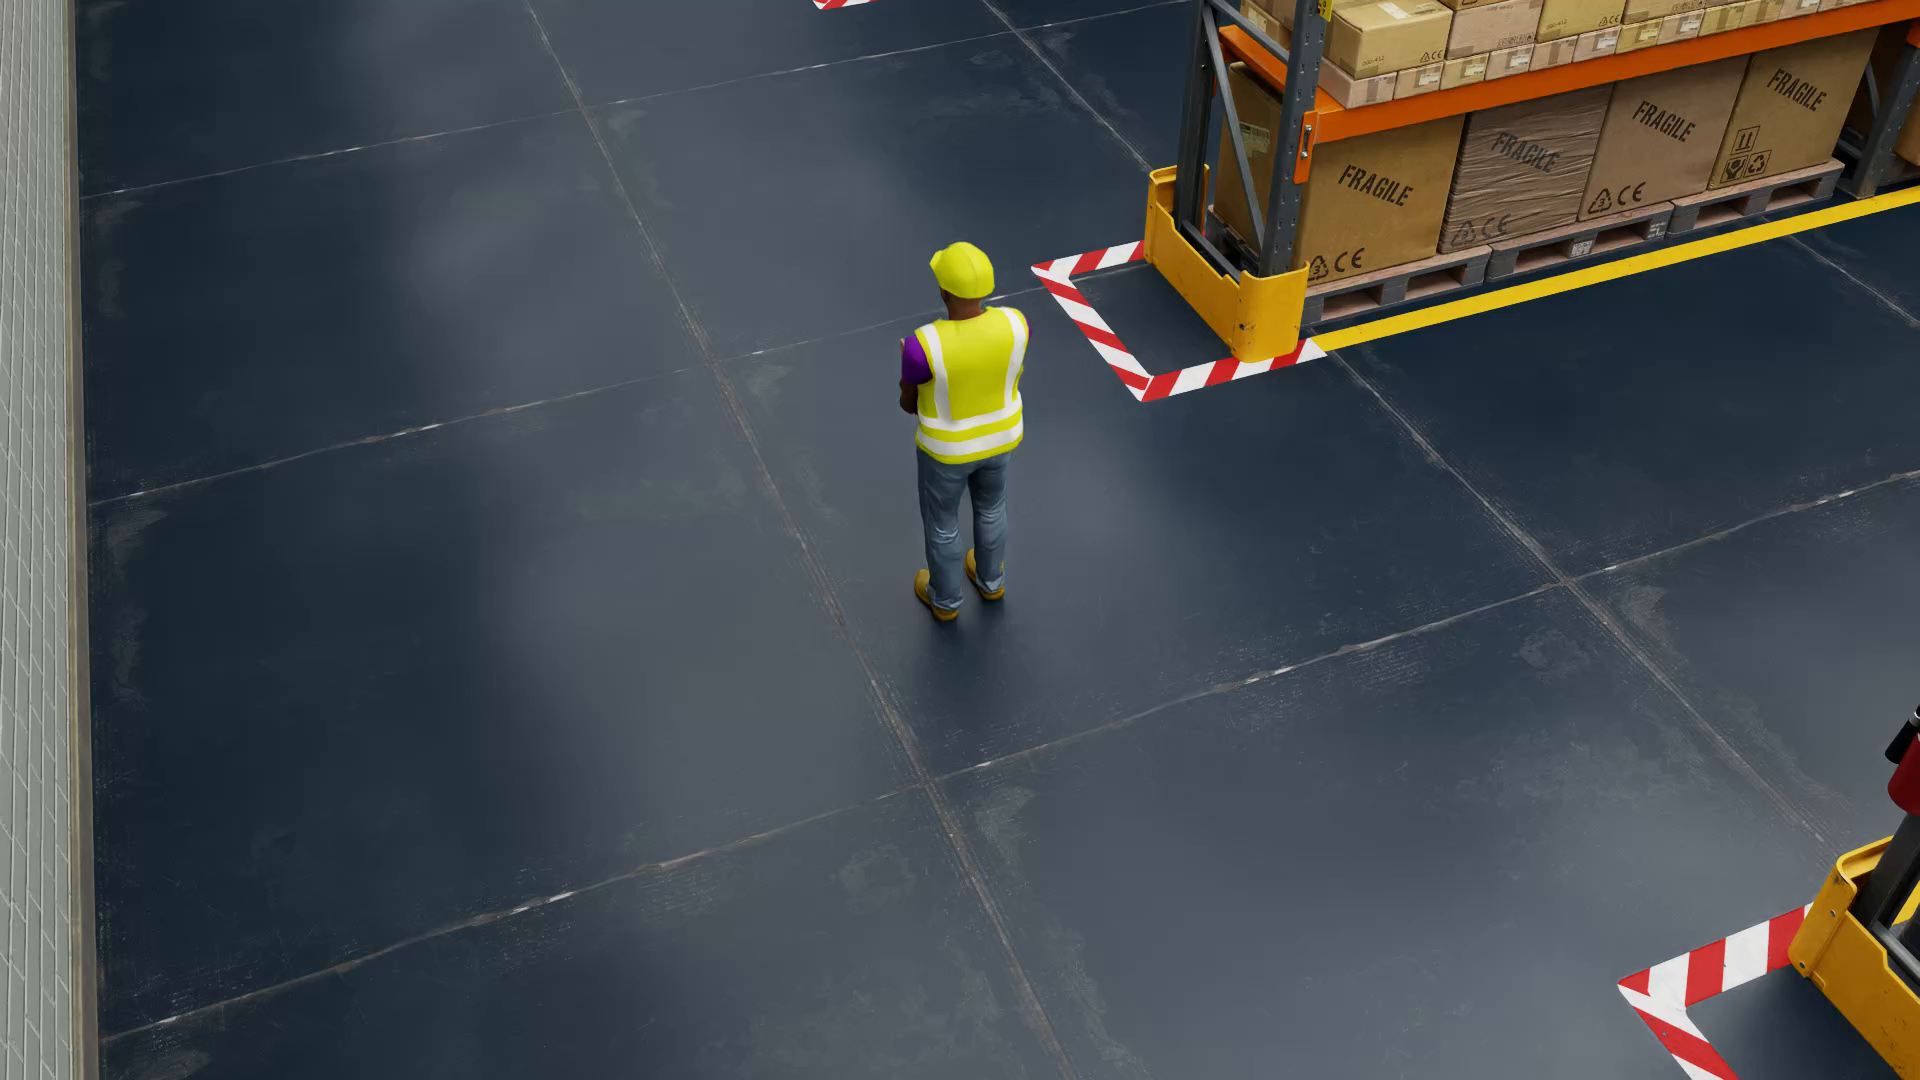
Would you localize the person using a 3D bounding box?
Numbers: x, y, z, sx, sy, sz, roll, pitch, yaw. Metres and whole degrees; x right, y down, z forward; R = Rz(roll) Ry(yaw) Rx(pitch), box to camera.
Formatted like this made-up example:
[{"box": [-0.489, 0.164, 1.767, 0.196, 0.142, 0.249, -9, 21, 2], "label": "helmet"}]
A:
[{"box": [-0.022, -0.470, 6.674, 0.505, 1.763, 0.567, -16, 44, -17], "label": "person"}]
